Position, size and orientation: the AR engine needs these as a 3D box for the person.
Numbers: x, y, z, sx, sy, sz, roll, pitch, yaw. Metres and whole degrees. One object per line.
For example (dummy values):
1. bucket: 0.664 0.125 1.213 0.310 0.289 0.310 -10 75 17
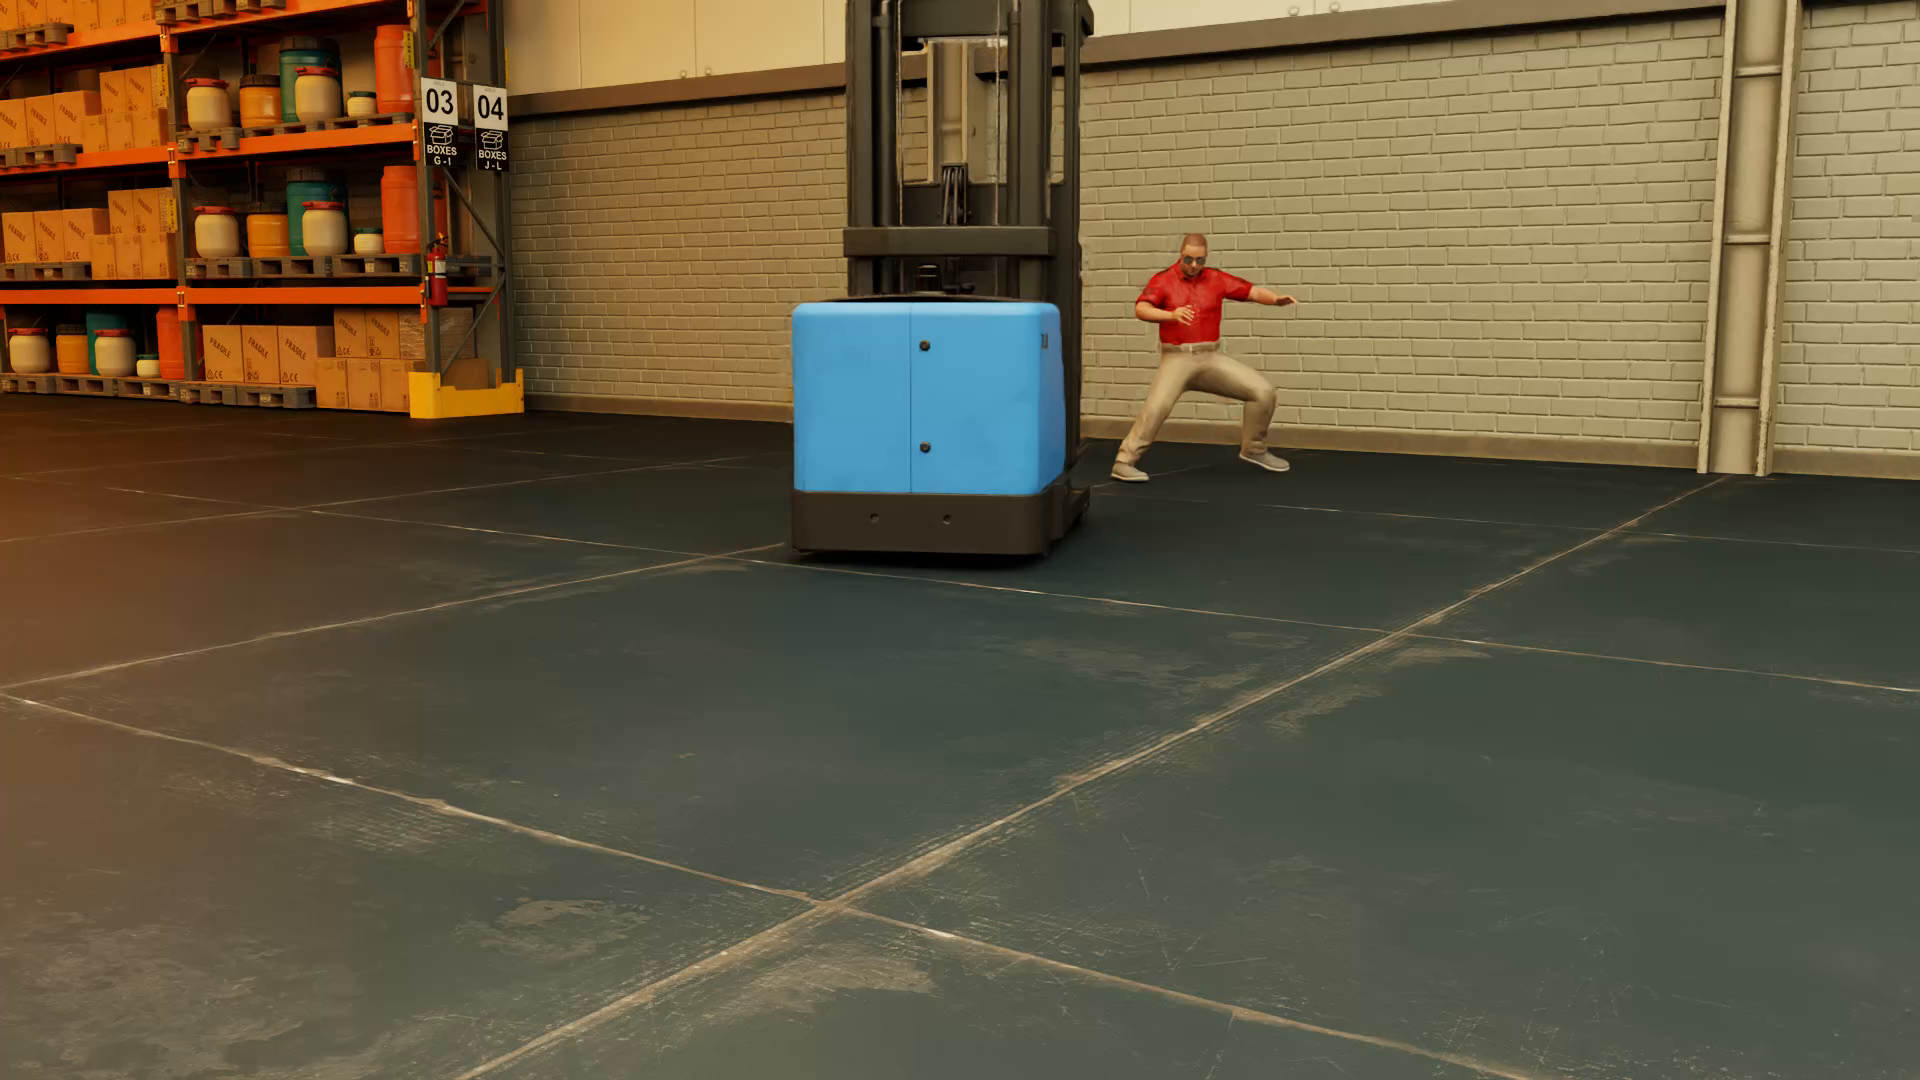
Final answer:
1. person: 1.512 -1.130 10.220 1.193 1.496 0.680 -1 8 -8

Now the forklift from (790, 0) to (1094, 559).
1. forklift: 0.053 -1.540 8.023 1.130 2.935 3.031 1 8 10
